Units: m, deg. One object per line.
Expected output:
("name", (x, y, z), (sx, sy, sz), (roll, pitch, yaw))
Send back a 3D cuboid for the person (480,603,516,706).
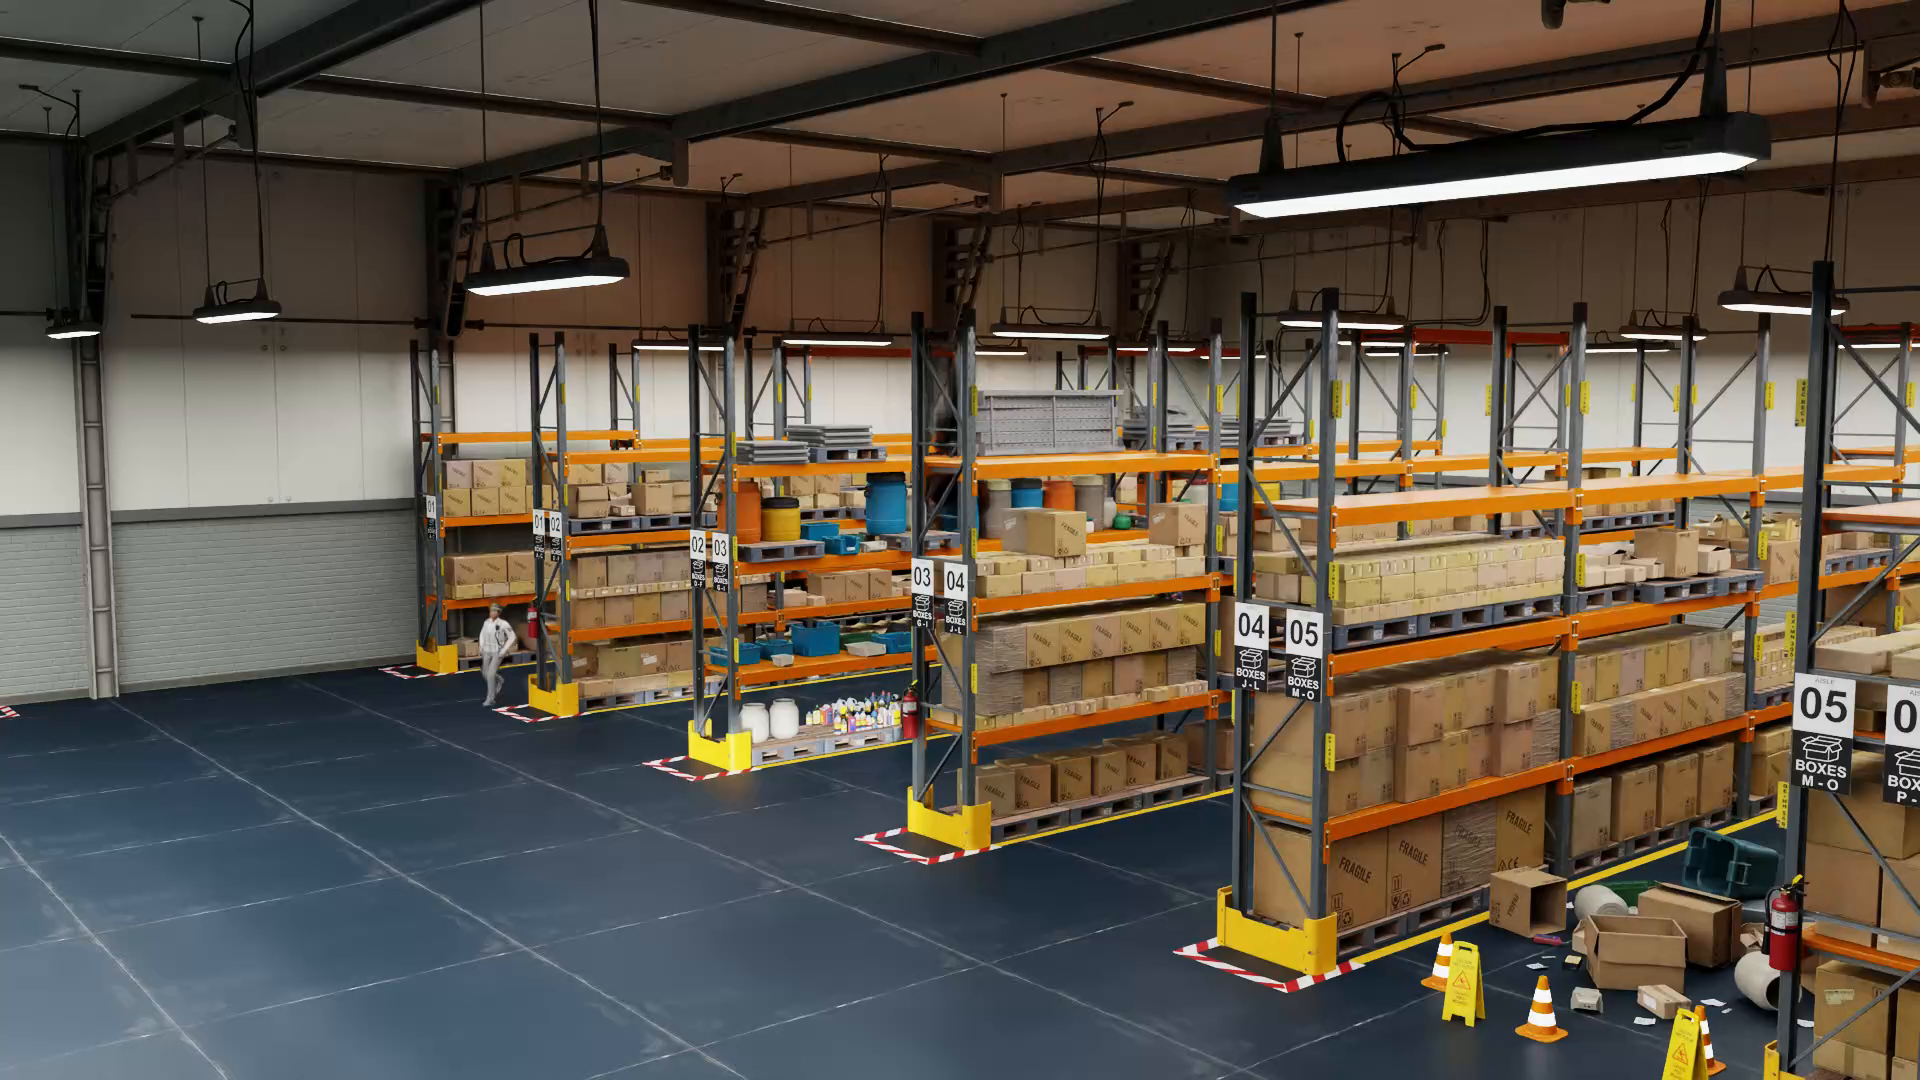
("person", (-7.553, 1.853, 27.166), (0.664, 1.707, 0.701), (2, 6, 17))
